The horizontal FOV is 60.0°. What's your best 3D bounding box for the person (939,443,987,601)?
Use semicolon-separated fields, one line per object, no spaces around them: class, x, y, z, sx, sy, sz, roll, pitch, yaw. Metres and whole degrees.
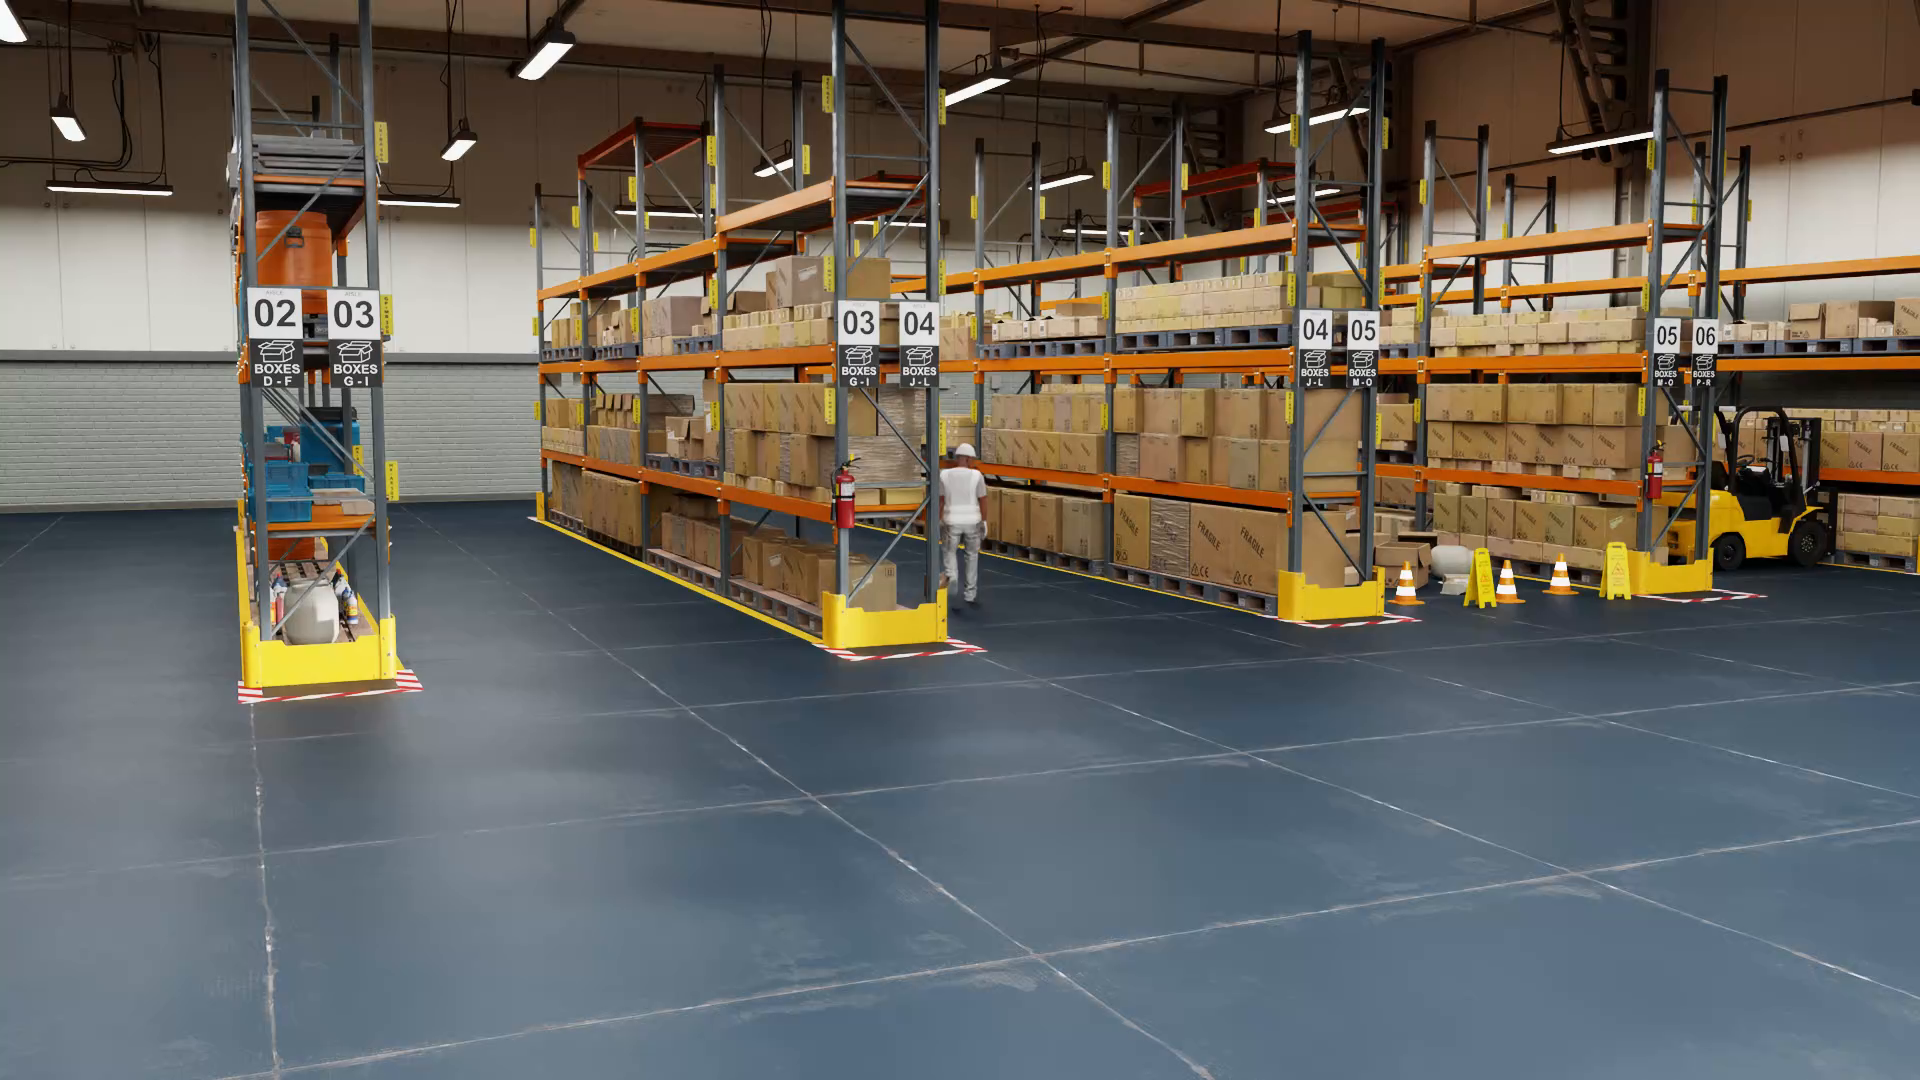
person;0.013;-0.188;18.504;0.591;1.771;0.734;0;5;4
